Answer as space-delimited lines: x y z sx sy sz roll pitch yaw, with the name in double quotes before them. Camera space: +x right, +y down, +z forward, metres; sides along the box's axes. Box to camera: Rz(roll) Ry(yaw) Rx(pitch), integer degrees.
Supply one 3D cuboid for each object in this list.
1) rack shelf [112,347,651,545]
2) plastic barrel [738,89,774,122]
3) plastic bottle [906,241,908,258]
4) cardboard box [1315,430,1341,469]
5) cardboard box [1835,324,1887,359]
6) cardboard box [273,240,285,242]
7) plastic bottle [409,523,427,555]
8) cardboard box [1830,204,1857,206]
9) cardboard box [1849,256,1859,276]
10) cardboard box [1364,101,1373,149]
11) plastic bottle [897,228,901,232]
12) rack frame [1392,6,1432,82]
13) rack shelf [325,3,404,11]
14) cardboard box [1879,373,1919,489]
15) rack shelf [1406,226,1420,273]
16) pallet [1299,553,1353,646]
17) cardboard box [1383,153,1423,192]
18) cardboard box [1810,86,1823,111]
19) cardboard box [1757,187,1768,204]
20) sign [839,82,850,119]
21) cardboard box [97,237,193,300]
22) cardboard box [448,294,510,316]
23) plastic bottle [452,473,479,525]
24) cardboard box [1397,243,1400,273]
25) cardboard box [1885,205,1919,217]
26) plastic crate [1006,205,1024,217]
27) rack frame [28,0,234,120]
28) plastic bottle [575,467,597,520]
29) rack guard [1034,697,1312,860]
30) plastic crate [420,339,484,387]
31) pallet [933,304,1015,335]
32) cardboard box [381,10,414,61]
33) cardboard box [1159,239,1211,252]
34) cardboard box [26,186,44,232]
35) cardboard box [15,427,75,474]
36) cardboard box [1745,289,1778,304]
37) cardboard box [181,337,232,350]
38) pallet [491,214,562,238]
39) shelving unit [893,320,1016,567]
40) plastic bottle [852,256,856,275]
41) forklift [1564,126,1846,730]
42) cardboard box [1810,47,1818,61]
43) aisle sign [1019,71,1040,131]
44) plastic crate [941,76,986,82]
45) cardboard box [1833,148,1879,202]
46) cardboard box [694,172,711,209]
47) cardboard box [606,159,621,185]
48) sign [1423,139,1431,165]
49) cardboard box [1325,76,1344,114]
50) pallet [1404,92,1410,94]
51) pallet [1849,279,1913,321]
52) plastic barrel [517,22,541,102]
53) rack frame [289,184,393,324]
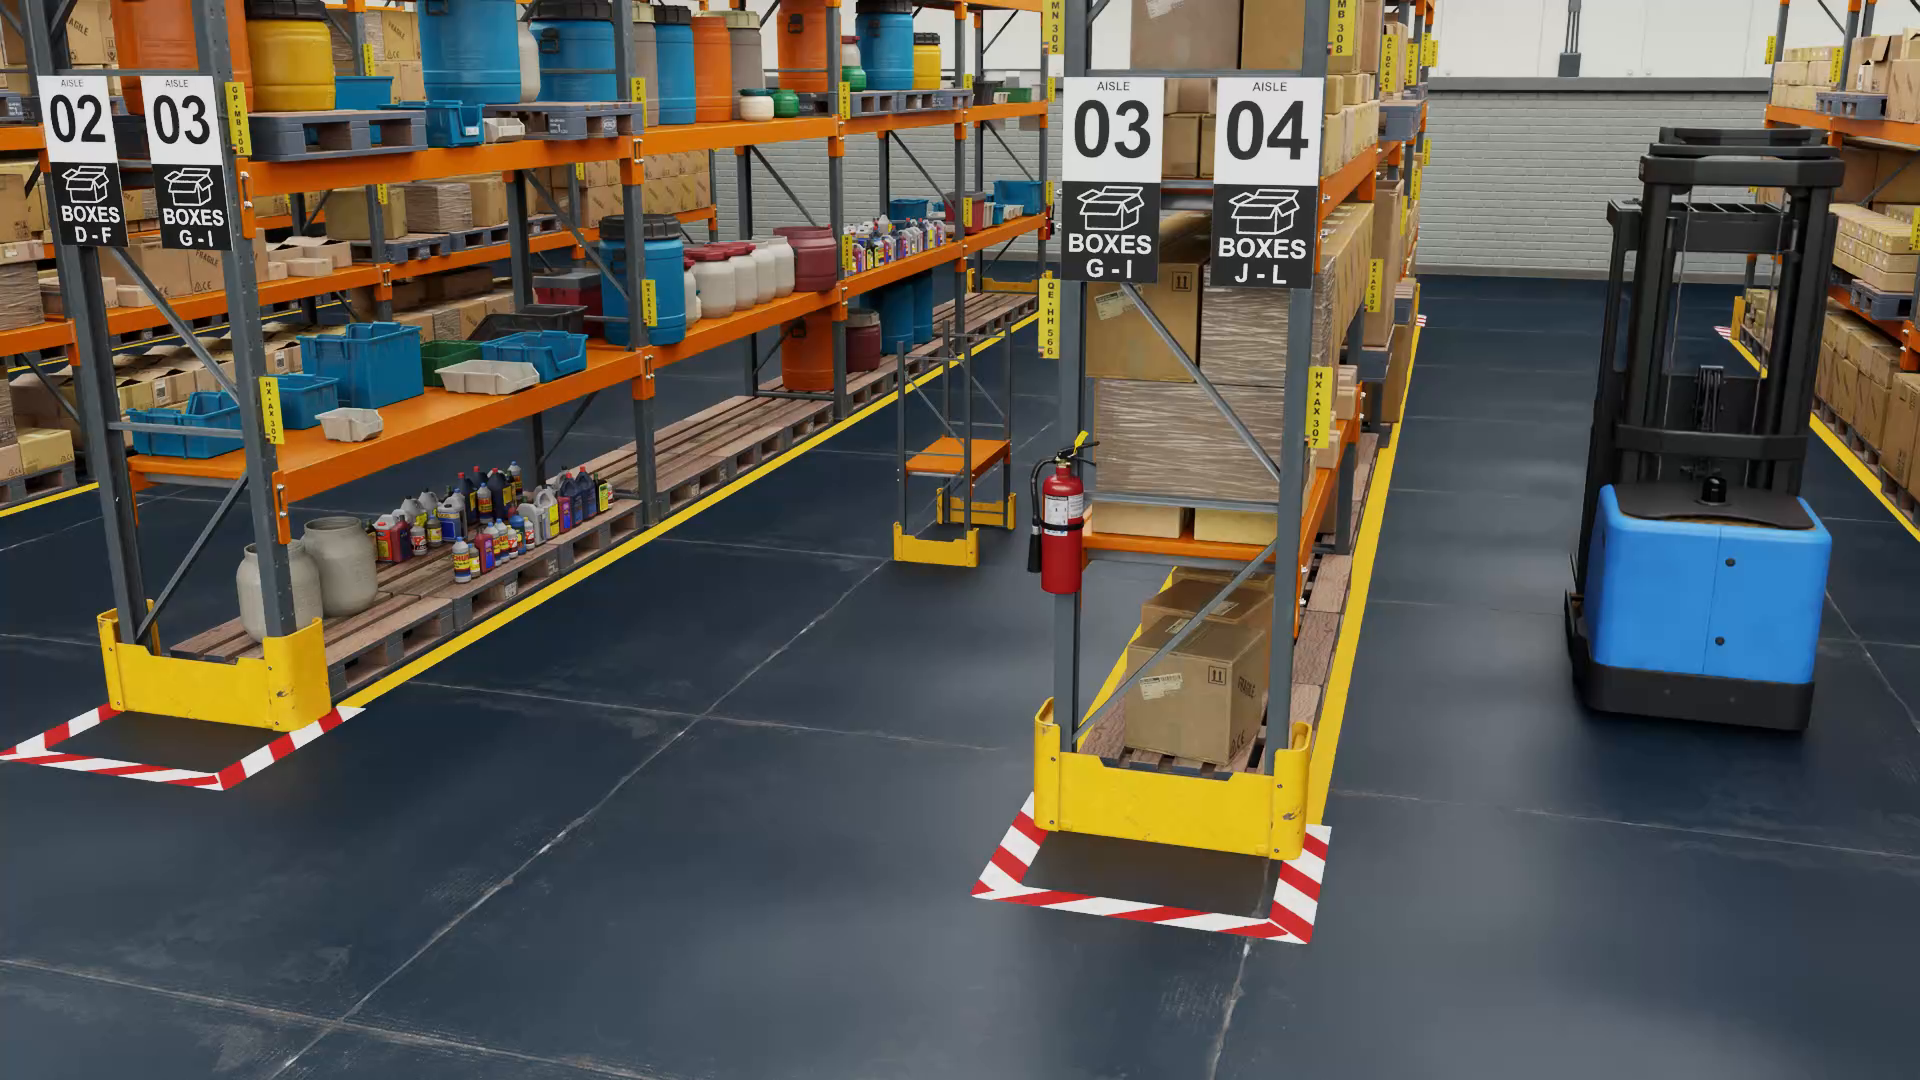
"rack shelf" -3.281 -0.713 10.164 1.077 0.370 4.000 5 16 16
"plastic barrel" -1.713 -3.654 13.973 0.301 0.262 0.301 0 16 0
"plastic bottle" -0.599 -3.096 17.610 0.097 0.201 0.097 0 16 0
"cardboard box" 1.728 -0.472 8.456 0.380 0.149 0.250 5 16 16
"cardboard box" 8.275 -1.795 15.097 0.500 0.250 0.500 5 17 18
"cardboard box" -9.564 -4.193 23.738 0.380 0.149 0.250 5 17 16
"plastic bottle" -3.485 -0.011 10.692 0.097 0.201 0.097 0 16 0
"cardboard box" 8.484 -3.180 16.144 0.380 0.149 0.250 6 17 19
"cardboard box" 7.894 -2.347 14.298 0.380 0.149 0.250 4 16 13
"cardboard box" 1.999 -2.294 9.197 0.500 0.250 0.500 5 17 17
"plastic bottle" -0.651 -3.227 17.946 0.097 0.271 0.097 0 16 0
"rack frame" 5.447 -7.224 20.806 1.000 3.000 0.127 5 16 16
"rack shelf" -9.369 -7.314 23.177 1.077 0.370 4.000 5 16 16
"cardboard box" 7.640 -0.801 12.509 1.050 0.750 0.750 4 16 15
"rack shelf" 4.878 -3.468 19.878 1.077 0.370 4.000 5 16 16
"pallet" 1.879 0.322 10.308 1.003 0.211 1.213 5 16 16
"cardboard box" 5.560 -4.621 20.981 0.500 0.500 0.500 5 17 17
"cardboard box" 9.070 -4.530 17.081 0.500 0.250 0.500 5 16 16
"cardboard box" 9.781 -4.022 19.783 0.500 0.500 0.500 5 17 19
"sign" -1.046 -3.981 15.061 0.100 0.325 0.005 5 16 16
"cardboard box" -7.077 -2.353 14.444 0.500 0.500 0.500 6 17 20
"cardboard box" -5.486 -2.525 19.009 0.500 0.500 0.500 4 16 14
"plastic bottle" -3.393 -0.291 11.407 0.144 0.351 0.185 4 16 14
"cardboard box" 3.716 -2.534 15.082 0.500 0.500 0.500 4 16 14
"cardboard box" 9.110 -3.127 15.958 0.380 0.149 0.250 5 17 18
"plastic crate" 0.640 -4.396 22.205 0.396 0.136 0.243 5 16 16
"rack frame" -3.849 -3.422 7.402 1.000 3.000 0.127 5 16 16
"plastic bottle" -2.619 -0.329 11.539 0.144 0.351 0.185 4 16 14
"rack guard" 0.921 1.031 7.278 1.175 0.500 0.348 5 16 16
"plastic crate" -3.369 -1.147 10.764 0.450 0.188 0.662 5 16 16
"pallet" 0.078 -2.849 21.488 1.003 0.211 1.213 5 16 16
"cardboard box" -6.049 -5.233 17.269 0.500 0.500 0.500 5 16 16
"cardboard box" 0.956 -1.118 7.714 0.500 0.500 0.500 5 16 16
"cardboard box" -10.691 -3.705 18.630 0.500 0.500 0.500 5 17 18
"cardboard box" -7.383 -0.708 13.098 0.500 0.250 0.500 5 16 16
"cardboard box" 9.699 -2.932 20.036 0.380 0.149 0.250 4 16 13
"cardboard box" -7.043 -1.777 15.839 0.500 0.311 0.500 4 16 14
"pallet" -5.519 -3.767 19.966 1.003 0.211 1.213 5 16 16
"shelving unit" -0.022 -0.702 11.554 0.587 1.500 1.083 5 16 16
"plastic bottle" -1.056 -2.675 16.127 0.097 0.201 0.097 0 16 0
"forklift" 4.151 -0.827 9.373 1.130 2.935 3.031 5 17 16
"cardboard box" 9.206 -5.127 17.538 0.380 0.149 0.250 5 16 15
"aisle sign" 0.999 -5.968 22.610 0.394 0.787 0.004 5 16 16
"plastic crate" 0.000 -5.756 21.244 0.504 0.338 0.767 5 16 16
"cardboard box" 8.911 -3.696 16.803 0.500 0.500 0.500 4 16 14
"cardboard box" -3.917 -5.017 23.835 0.500 0.500 0.500 5 17 18
"cardboard box" -4.637 -4.826 21.331 0.500 0.500 0.500 4 16 14
"sign" 5.963 -4.963 21.273 0.100 0.325 0.005 5 16 16
"cardboard box" 1.366 -1.829 6.827 0.380 0.149 0.250 5 17 17
"pallet" 3.620 -4.062 15.503 1.003 0.211 1.213 5 17 18
"pallet" 8.000 -1.936 13.509 1.213 0.211 1.003 5 16 16
"plastic barrel" -3.023 -3.184 11.085 0.421 0.512 0.421 0 16 0
"rack frame" -6.324 -3.014 16.958 1.000 3.000 0.127 5 16 16
